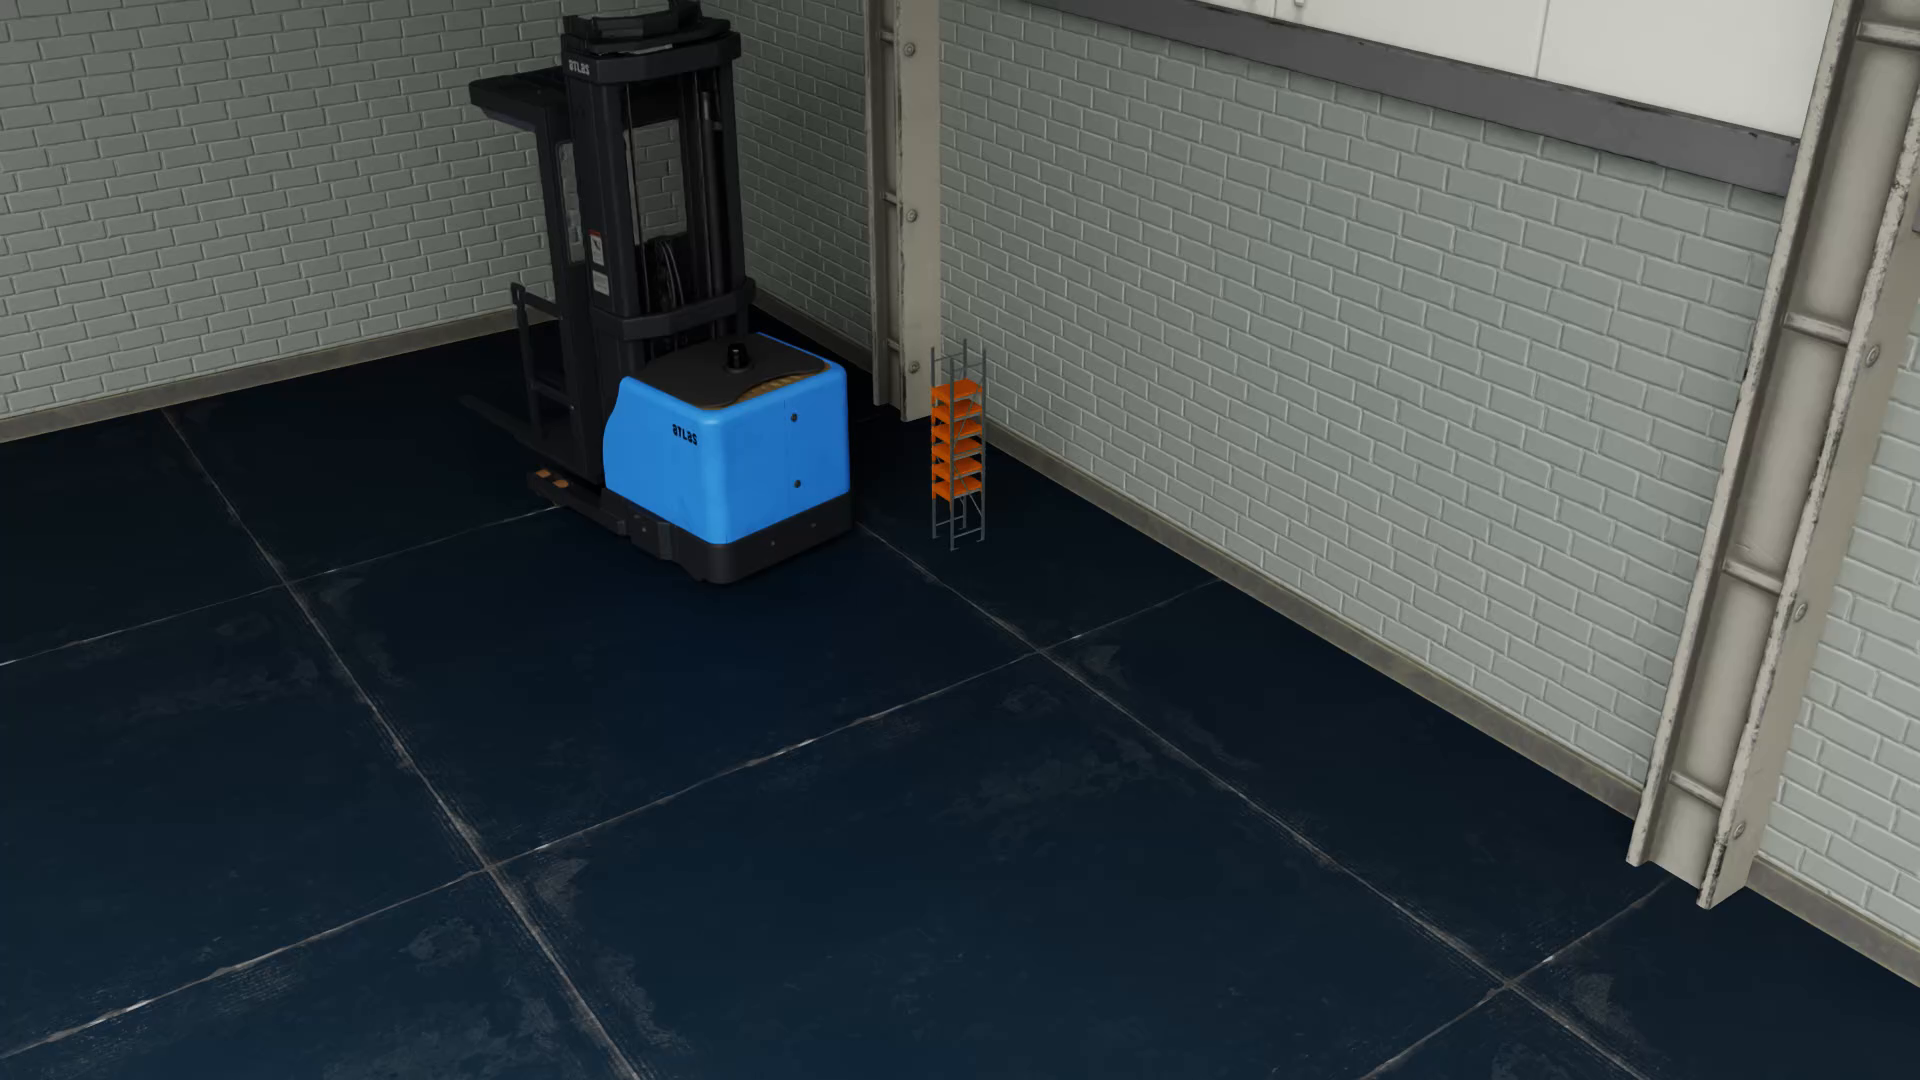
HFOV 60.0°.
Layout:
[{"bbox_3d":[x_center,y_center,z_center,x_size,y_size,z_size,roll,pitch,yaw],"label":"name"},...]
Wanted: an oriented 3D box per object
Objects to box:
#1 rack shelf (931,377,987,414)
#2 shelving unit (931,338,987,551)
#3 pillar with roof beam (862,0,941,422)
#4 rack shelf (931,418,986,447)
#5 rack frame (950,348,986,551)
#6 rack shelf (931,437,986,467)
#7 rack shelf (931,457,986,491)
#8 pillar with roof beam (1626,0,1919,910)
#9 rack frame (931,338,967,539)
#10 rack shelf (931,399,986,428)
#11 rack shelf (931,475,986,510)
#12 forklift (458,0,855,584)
[{"bbox_3d":[-0.008,-0.810,9.323,0.258,0.103,0.180,-19,34,-31],"label":"rack shelf"},{"bbox_3d":[-0.008,-0.533,9.474,0.258,1.200,0.189,-19,34,-31],"label":"shelving unit"},{"bbox_3d":[-3.869,-3.675,7.088,9.100,9.000,0.400,-19,34,-31],"label":"pillar with roof beam"},{"bbox_3d":[-0.008,-0.599,9.438,0.258,0.103,0.180,-19,34,-31],"label":"rack shelf"},{"bbox_3d":[0.045,-0.497,9.409,0.240,1.200,0.006,-19,34,-31],"label":"rack frame"},{"bbox_3d":[-0.008,-0.494,9.495,0.258,0.103,0.180,-19,34,-31],"label":"rack shelf"},{"bbox_3d":[-0.008,-0.388,9.552,0.258,0.103,0.180,-19,34,-31],"label":"rack shelf"},{"bbox_3d":[-0.389,-1.342,2.793,9.100,9.000,0.400,-19,34,-31],"label":"pillar with roof beam"},{"bbox_3d":[-0.061,-0.568,9.540,0.240,1.200,0.006,-19,34,-31],"label":"rack frame"},{"bbox_3d":[-0.008,-0.705,9.381,0.258,0.103,0.180,-19,34,-31],"label":"rack shelf"},{"bbox_3d":[-0.008,-0.283,9.610,0.258,0.103,0.180,-19,34,-31],"label":"rack shelf"},{"bbox_3d":[-2.021,-1.646,9.710,3.031,2.935,1.130,25,37,38],"label":"forklift"}]
